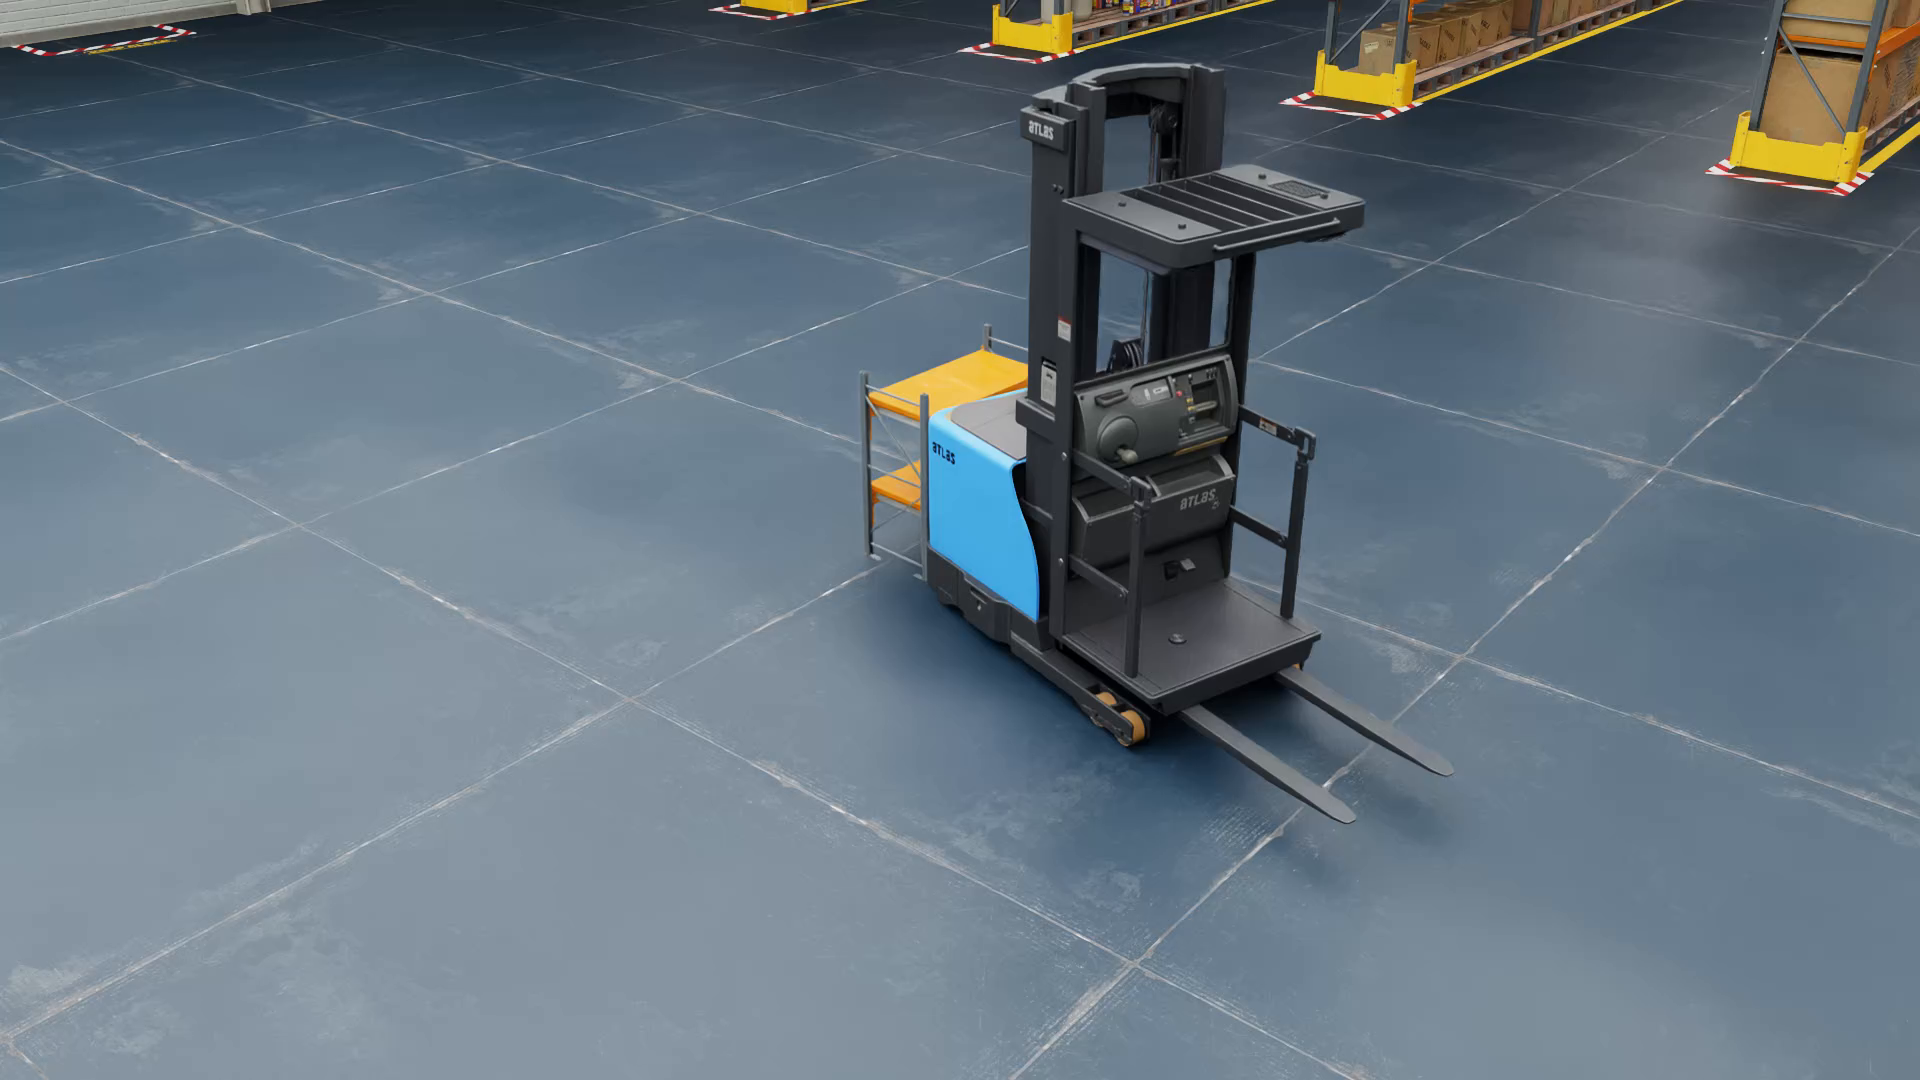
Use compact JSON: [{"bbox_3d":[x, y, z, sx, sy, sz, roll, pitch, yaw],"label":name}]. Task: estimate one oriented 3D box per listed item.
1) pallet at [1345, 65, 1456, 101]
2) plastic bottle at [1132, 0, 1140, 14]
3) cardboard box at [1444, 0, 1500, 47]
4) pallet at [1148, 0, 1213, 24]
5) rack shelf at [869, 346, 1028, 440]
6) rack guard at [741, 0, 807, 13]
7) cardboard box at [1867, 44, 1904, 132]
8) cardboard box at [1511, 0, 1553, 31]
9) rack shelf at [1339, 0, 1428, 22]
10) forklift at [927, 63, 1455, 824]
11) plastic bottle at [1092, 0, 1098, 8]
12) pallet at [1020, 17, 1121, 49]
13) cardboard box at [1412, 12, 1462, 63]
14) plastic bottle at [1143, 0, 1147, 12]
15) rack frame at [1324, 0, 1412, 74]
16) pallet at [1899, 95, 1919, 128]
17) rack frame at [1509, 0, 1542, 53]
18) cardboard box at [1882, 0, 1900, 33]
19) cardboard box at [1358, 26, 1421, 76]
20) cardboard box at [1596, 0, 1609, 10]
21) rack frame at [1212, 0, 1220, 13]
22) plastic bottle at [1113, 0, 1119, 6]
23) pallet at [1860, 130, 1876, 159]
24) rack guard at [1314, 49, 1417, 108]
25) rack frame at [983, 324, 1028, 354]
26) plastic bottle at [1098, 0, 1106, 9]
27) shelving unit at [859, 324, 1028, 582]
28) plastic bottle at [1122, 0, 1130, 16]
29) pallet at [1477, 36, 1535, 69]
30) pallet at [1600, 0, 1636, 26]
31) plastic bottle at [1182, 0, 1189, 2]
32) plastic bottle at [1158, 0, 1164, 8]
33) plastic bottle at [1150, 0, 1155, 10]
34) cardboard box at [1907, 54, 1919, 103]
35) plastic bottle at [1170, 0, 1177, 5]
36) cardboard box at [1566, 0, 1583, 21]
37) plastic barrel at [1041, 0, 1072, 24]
[{"bbox_3d":[5.389,-5.690,20.519,1.003,0.211,1.213,21,34,34],"label":"pallet"},{"bbox_3d":[2.526,-7.687,23.822,0.061,0.283,0.133,21,34,35],"label":"plastic bottle"},{"bbox_3d":[6.697,-6.783,21.861,0.500,0.500,0.500,-16,31,-28],"label":"cardboard box"},{"bbox_3d":[3.060,-8.025,25.033,1.003,0.211,1.213,21,34,34],"label":"pallet"},{"bbox_3d":[-0.012,-0.776,9.390,0.538,0.278,1.000,23,35,37],"label":"rack shelf"},{"bbox_3d":[-2.860,-8.402,25.447,1.175,0.500,0.348,21,34,34],"label":"rack guard"},{"bbox_3d":[9.498,-4.954,17.916,0.875,0.875,0.875,20,34,34],"label":"cardboard box"},{"bbox_3d":[7.748,-7.339,22.913,0.700,0.500,0.500,18,32,31],"label":"cardboard box"},{"bbox_3d":[6.069,-7.014,20.826,1.077,0.370,4.000,21,34,34],"label":"rack shelf"},{"bbox_3d":[1.057,-0.578,7.677,1.130,2.935,3.031,-17,32,-30],"label":"forklift"},{"bbox_3d":[1.986,-7.918,24.276,0.152,0.276,0.135,21,34,35],"label":"plastic bottle"},{"bbox_3d":[1.508,-7.160,23.361,1.003,0.211,1.213,21,34,34],"label":"pallet"},{"bbox_3d":[5.973,-6.355,21.034,0.500,0.500,0.500,25,36,39],"label":"cardboard box"},{"bbox_3d":[2.650,-7.764,23.984,0.097,0.271,0.097,0,27,0],"label":"plastic bottle"},{"bbox_3d":[4.797,-6.624,19.290,1.000,3.000,0.127,21,34,34],"label":"rack frame"},{"bbox_3d":[10.560,-5.071,19.324,1.003,0.211,1.213,21,34,34],"label":"pallet"},{"bbox_3d":[7.341,-8.042,22.031,1.000,3.000,0.127,21,34,34],"label":"rack frame"},{"bbox_3d":[9.094,-5.551,17.053,0.875,0.550,0.550,21,34,34],"label":"cardboard box"},{"bbox_3d":[5.207,-5.917,20.186,0.500,0.500,0.500,-21,34,-35],"label":"cardboard box"},{"bbox_3d":[9.131,-8.102,24.388,0.700,0.500,0.500,18,32,30],"label":"cardboard box"},{"bbox_3d":[3.519,-9.490,24.829,1.000,3.000,0.127,21,34,34],"label":"rack frame"},{"bbox_3d":[2.298,-7.974,24.466,0.097,0.201,0.097,0,27,0],"label":"plastic bottle"},{"bbox_3d":[9.008,-4.206,17.651,1.003,0.211,1.213,21,34,34],"label":"pallet"},{"bbox_3d":[4.845,-5.541,19.916,1.175,0.500,0.348,21,34,34],"label":"rack guard"},{"bbox_3d":[0.332,-0.688,9.857,0.500,1.125,0.032,23,35,37],"label":"rack frame"},{"bbox_3d":[2.069,-7.890,24.215,0.061,0.283,0.133,21,34,34],"label":"plastic bottle"},{"bbox_3d":[-0.012,-0.516,9.524,0.538,1.125,1.048,23,35,37],"label":"shelving unit"},{"bbox_3d":[2.368,-7.607,23.680,0.097,0.271,0.097,0,27,0],"label":"plastic bottle"},{"bbox_3d":[6.941,-6.555,22.192,1.003,0.211,1.213,21,34,34],"label":"pallet"},{"bbox_3d":[9.387,-7.945,24.879,1.003,0.211,1.213,21,34,34],"label":"pallet"},{"bbox_3d":[3.332,-8.196,24.733,0.144,0.351,0.185,20,33,33],"label":"plastic bottle"},{"bbox_3d":[2.898,-7.924,24.288,0.152,0.276,0.135,21,34,35],"label":"plastic bottle"},{"bbox_3d":[2.779,-7.836,24.123,0.097,0.271,0.097,0,27,0],"label":"plastic bottle"},{"bbox_3d":[10.650,-5.597,19.160,0.875,0.875,0.875,21,34,35],"label":"cardboard box"},{"bbox_3d":[3.138,-8.028,24.481,0.061,0.283,0.133,23,35,38],"label":"plastic bottle"},{"bbox_3d":[8.421,-7.701,23.613,0.700,0.500,0.500,18,32,30],"label":"cardboard box"},{"bbox_3d":[1.334,-7.409,23.057,0.421,0.512,0.421,0,27,0],"label":"plastic barrel"}]
